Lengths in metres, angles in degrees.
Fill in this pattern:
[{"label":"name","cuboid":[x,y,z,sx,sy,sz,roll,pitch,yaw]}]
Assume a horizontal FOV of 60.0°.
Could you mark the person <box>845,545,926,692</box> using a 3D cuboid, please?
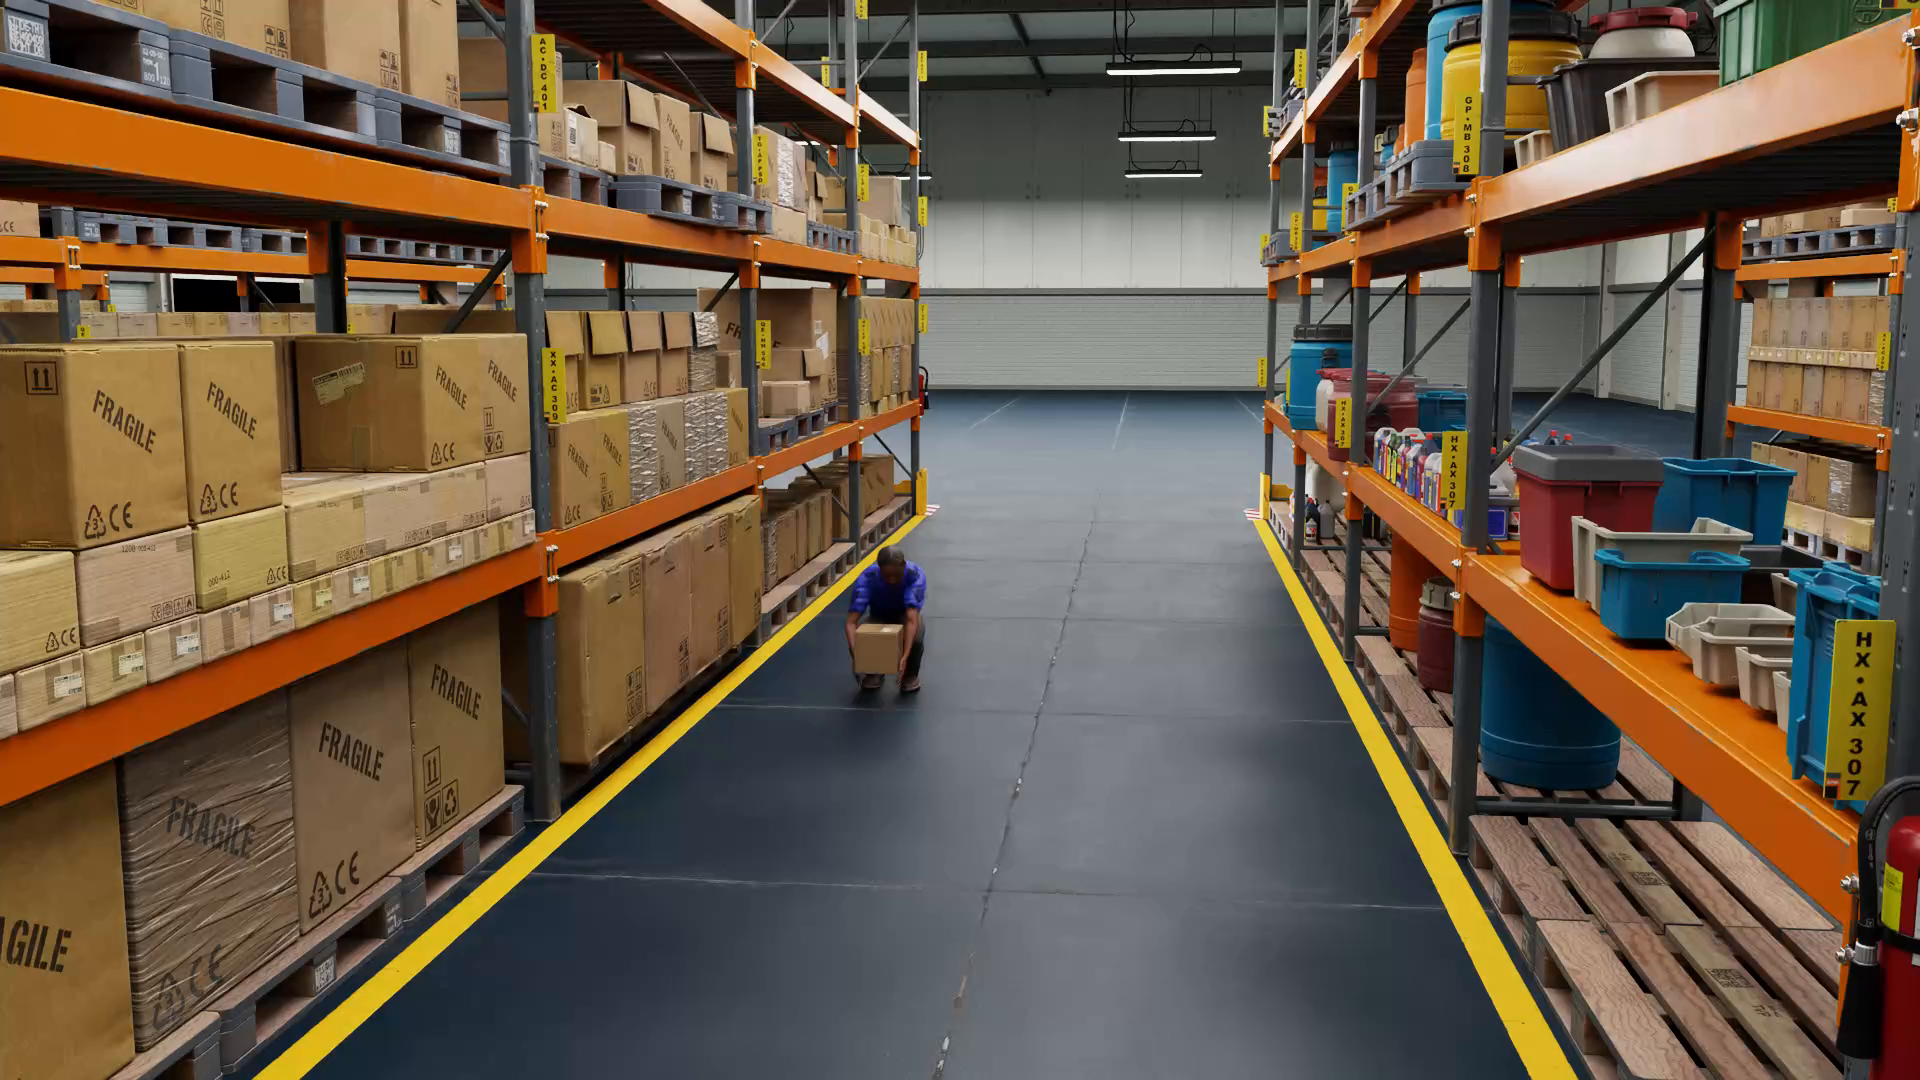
[{"label":"person","cuboid":[-0.435,0.468,10.111,0.472,0.938,0.827,1,8,8]}]
